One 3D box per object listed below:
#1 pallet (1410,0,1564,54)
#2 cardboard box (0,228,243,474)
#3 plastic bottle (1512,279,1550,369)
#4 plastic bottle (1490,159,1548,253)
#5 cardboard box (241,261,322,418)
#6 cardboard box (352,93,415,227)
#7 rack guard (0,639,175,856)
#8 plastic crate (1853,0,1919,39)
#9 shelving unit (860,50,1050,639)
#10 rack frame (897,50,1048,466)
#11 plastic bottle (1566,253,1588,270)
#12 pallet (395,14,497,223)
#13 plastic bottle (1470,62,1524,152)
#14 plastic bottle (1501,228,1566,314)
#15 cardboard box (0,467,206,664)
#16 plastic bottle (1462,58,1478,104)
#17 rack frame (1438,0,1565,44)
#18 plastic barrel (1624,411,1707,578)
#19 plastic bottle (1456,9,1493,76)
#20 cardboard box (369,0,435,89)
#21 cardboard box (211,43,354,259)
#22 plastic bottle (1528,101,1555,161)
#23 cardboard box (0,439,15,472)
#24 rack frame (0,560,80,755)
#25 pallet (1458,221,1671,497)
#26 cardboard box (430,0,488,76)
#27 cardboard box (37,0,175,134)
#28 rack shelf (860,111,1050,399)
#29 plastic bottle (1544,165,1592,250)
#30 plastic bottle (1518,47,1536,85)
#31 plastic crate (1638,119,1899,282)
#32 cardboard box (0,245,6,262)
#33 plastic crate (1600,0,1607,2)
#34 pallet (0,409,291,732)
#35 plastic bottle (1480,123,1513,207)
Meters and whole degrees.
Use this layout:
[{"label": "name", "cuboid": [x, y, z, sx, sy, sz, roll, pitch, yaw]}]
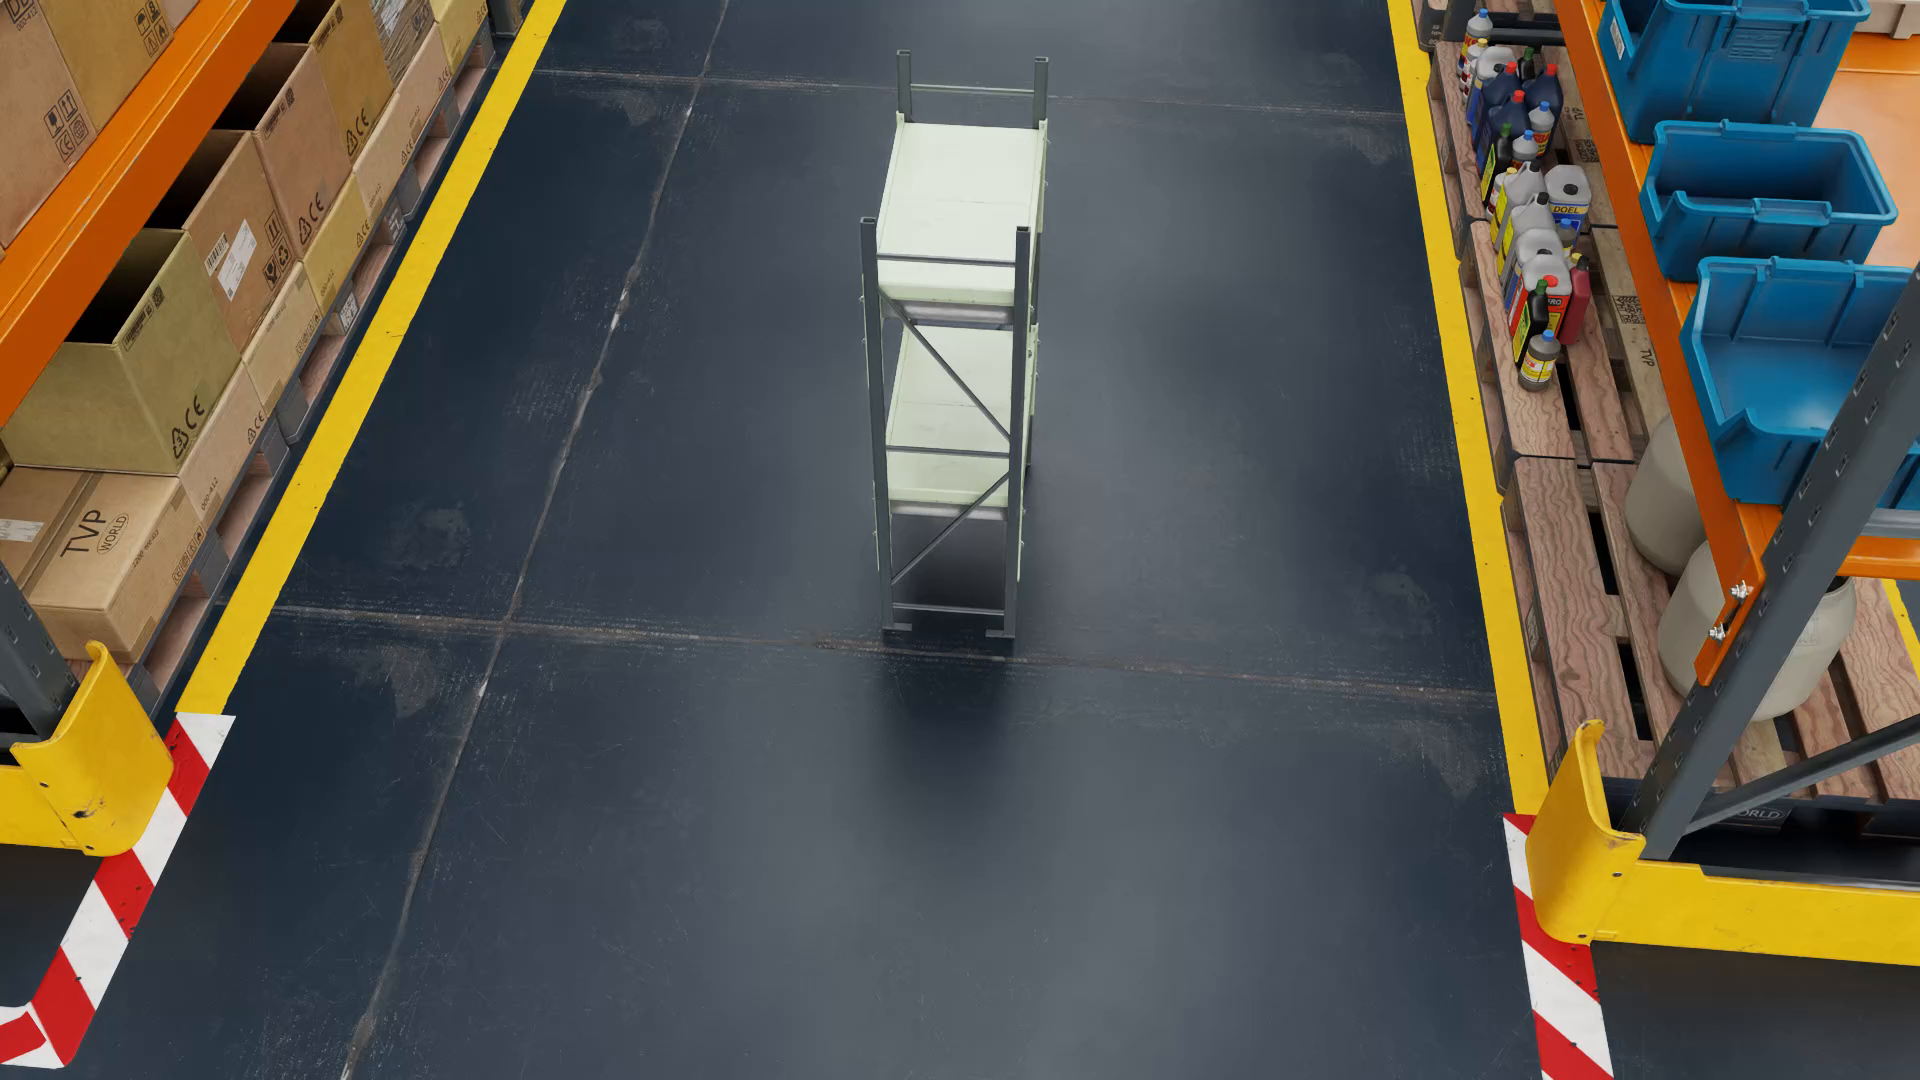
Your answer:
[{"label": "pallet", "cuboid": [2.536, -2.583, 7.469, 1.003, 0.211, 1.213, 4, 48, 4]}, {"label": "cardboard box", "cuboid": [-2.480, -0.554, 4.795, 0.500, 0.500, 0.500, 4, 48, 4]}, {"label": "plastic bottle", "cuboid": [1.862, -0.703, 5.403, 0.061, 0.283, 0.133, 5, 48, 4]}, {"label": "plastic bottle", "cuboid": [1.961, -1.182, 5.796, 0.144, 0.351, 0.185, 4, 48, 3]}, {"label": "cardboard box", "cuboid": [-2.435, -0.669, 5.408, 0.500, 0.250, 0.500, 4, 48, 4]}, {"label": "cardboard box", "cuboid": [-2.340, -1.403, 6.080, 0.500, 0.250, 0.500, 4, 48, 4]}, {"label": "rack guard", "cuboid": [-2.796, 0.520, 4.435, 1.175, 0.500, 0.348, 4, 48, 4]}, {"label": "plastic crate", "cuboid": [2.608, -1.645, 4.901, 0.530, 0.136, 0.437, 4, 48, 4]}, {"label": "shelving unit", "cuboid": [-0.001, -0.501, 4.692, 0.431, 1.500, 0.755, 4, 48, 4]}, {"label": "rack frame", "cuboid": [0.033, -0.770, 4.938, 0.400, 1.500, 0.023, 4, 48, 4]}, {"label": "plastic bottle", "cuboid": [2.058, -0.879, 5.619, 0.097, 0.201, 0.097, 0, 48, 0]}, {"label": "pallet", "cuboid": [-2.543, -1.758, 6.714, 1.003, 0.211, 1.213, 4, 48, 4]}, {"label": "plastic bottle", "cuboid": [2.017, -1.634, 6.208, 0.144, 0.351, 0.185, 5, 48, 5]}, {"label": "plastic bottle", "cuboid": [1.932, -0.899, 5.587, 0.152, 0.276, 0.135, 3, 48, 2]}, {"label": "cardboard box", "cuboid": [-2.523, 0.066, 4.735, 0.500, 0.250, 0.500, 4, 48, 4]}, {"label": "plastic bottle", "cuboid": [2.019, -1.794, 6.457, 0.097, 0.201, 0.097, 0, 48, 0]}, {"label": "rack frame", "cuboid": [2.503, -2.944, 5.910, 1.000, 3.000, 0.127, 4, 48, 4]}, {"label": "plastic barrel", "cuboid": [2.168, -0.164, 4.769, 0.421, 0.512, 0.421, 0, 48, 0]}, {"label": "plastic bottle", "cuboid": [2.038, -1.967, 6.567, 0.097, 0.271, 0.097, 0, 48, 0]}, {"label": "cardboard box", "cuboid": [-2.311, -2.025, 6.140, 0.500, 0.500, 0.500, 4, 48, 4]}, {"label": "cardboard box", "cuboid": [-2.384, -1.289, 5.467, 0.500, 0.500, 0.500, 4, 48, 4]}, {"label": "plastic bottle", "cuboid": [2.124, -1.492, 6.133, 0.097, 0.271, 0.097, 0, 48, 0]}, {"label": "cardboard box", "cuboid": [-3.005, -0.337, 5.104, 0.500, 0.250, 0.500, 4, 48, 4]}, {"label": "rack frame", "cuboid": [-2.794, -0.341, 3.529, 1.000, 3.000, 0.127, 4, 48, 4]}, {"label": "pallet", "cuboid": [2.292, -0.614, 5.668, 1.003, 0.211, 1.213, 4, 48, 4]}, {"label": "cardboard box", "cuboid": [-2.254, -2.138, 6.752, 0.500, 0.250, 0.500, 4, 48, 4]}, {"label": "cardboard box", "cuboid": [-2.644, -1.467, 4.492, 0.700, 0.500, 0.500, 4, 48, 4]}, {"label": "rack shelf", "cuboid": [-0.001, -0.765, 4.404, 0.431, 0.370, 0.720, 4, 48, 4]}, {"label": "plastic bottle", "cuboid": [2.110, -1.166, 5.831, 0.152, 0.276, 0.135, 4, 48, 4]}, {"label": "plastic bottle", "cuboid": [2.142, -1.725, 6.338, 0.061, 0.283, 0.133, 4, 48, 4]}, {"label": "plastic crate", "cuboid": [1.951, -0.820, 4.068, 0.499, 0.251, 0.408, 4, 48, 4]}, {"label": "cardboard box", "cuboid": [-2.738, -0.717, 3.805, 0.700, 0.500, 0.500, 4, 48, 4]}, {"label": "plastic crate", "cuboid": [2.099, -1.894, 5.093, 0.450, 0.188, 0.662, 4, 48, 4]}, {"label": "pallet", "cuboid": [-2.766, 0.035, 5.074, 1.003, 0.211, 1.213, 4, 48, 4]}, {"label": "plastic bottle", "cuboid": [1.943, -1.354, 5.998, 0.061, 0.283, 0.133, 6, 48, 5]}]
